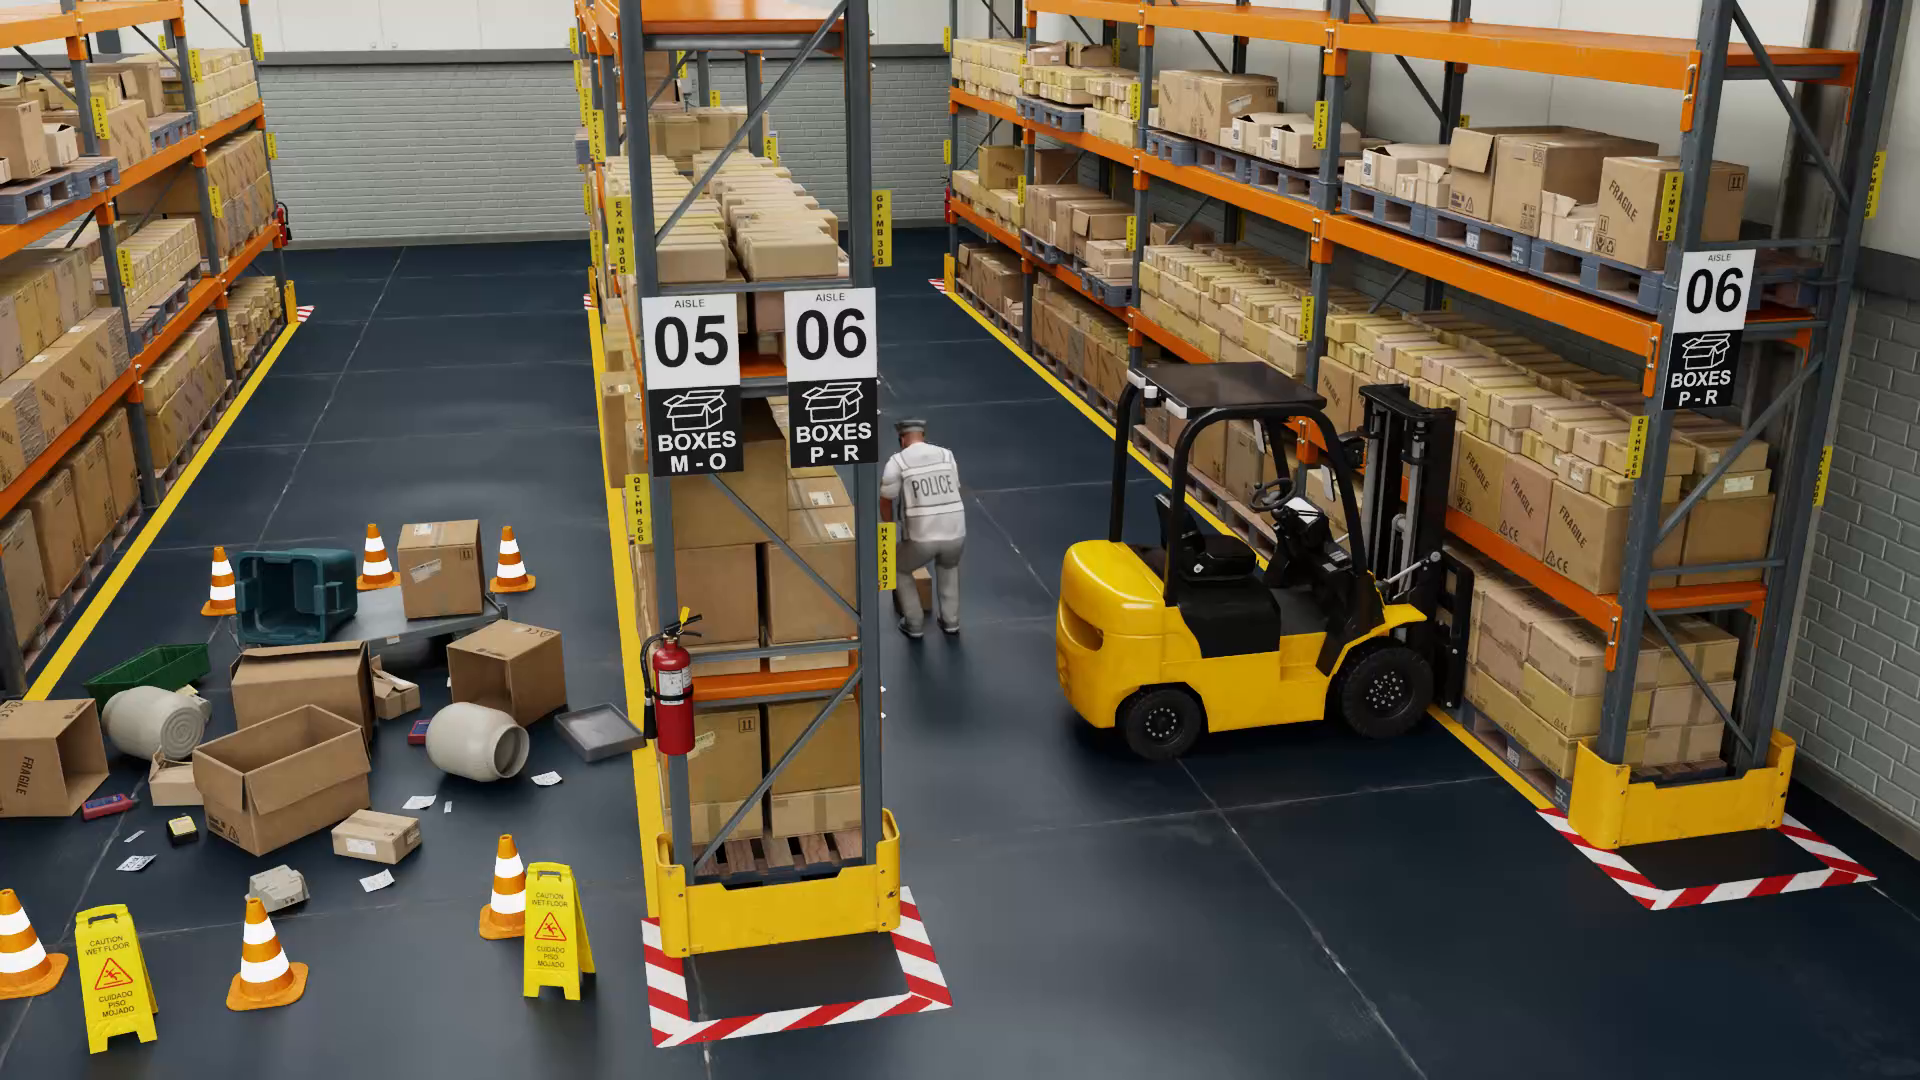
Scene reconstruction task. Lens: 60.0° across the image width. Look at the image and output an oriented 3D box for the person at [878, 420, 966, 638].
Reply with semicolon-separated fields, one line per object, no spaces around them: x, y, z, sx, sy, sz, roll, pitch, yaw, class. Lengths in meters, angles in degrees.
-0.266;-0.075;11.671;0.588;1.496;0.752;-6;20;-16;person
